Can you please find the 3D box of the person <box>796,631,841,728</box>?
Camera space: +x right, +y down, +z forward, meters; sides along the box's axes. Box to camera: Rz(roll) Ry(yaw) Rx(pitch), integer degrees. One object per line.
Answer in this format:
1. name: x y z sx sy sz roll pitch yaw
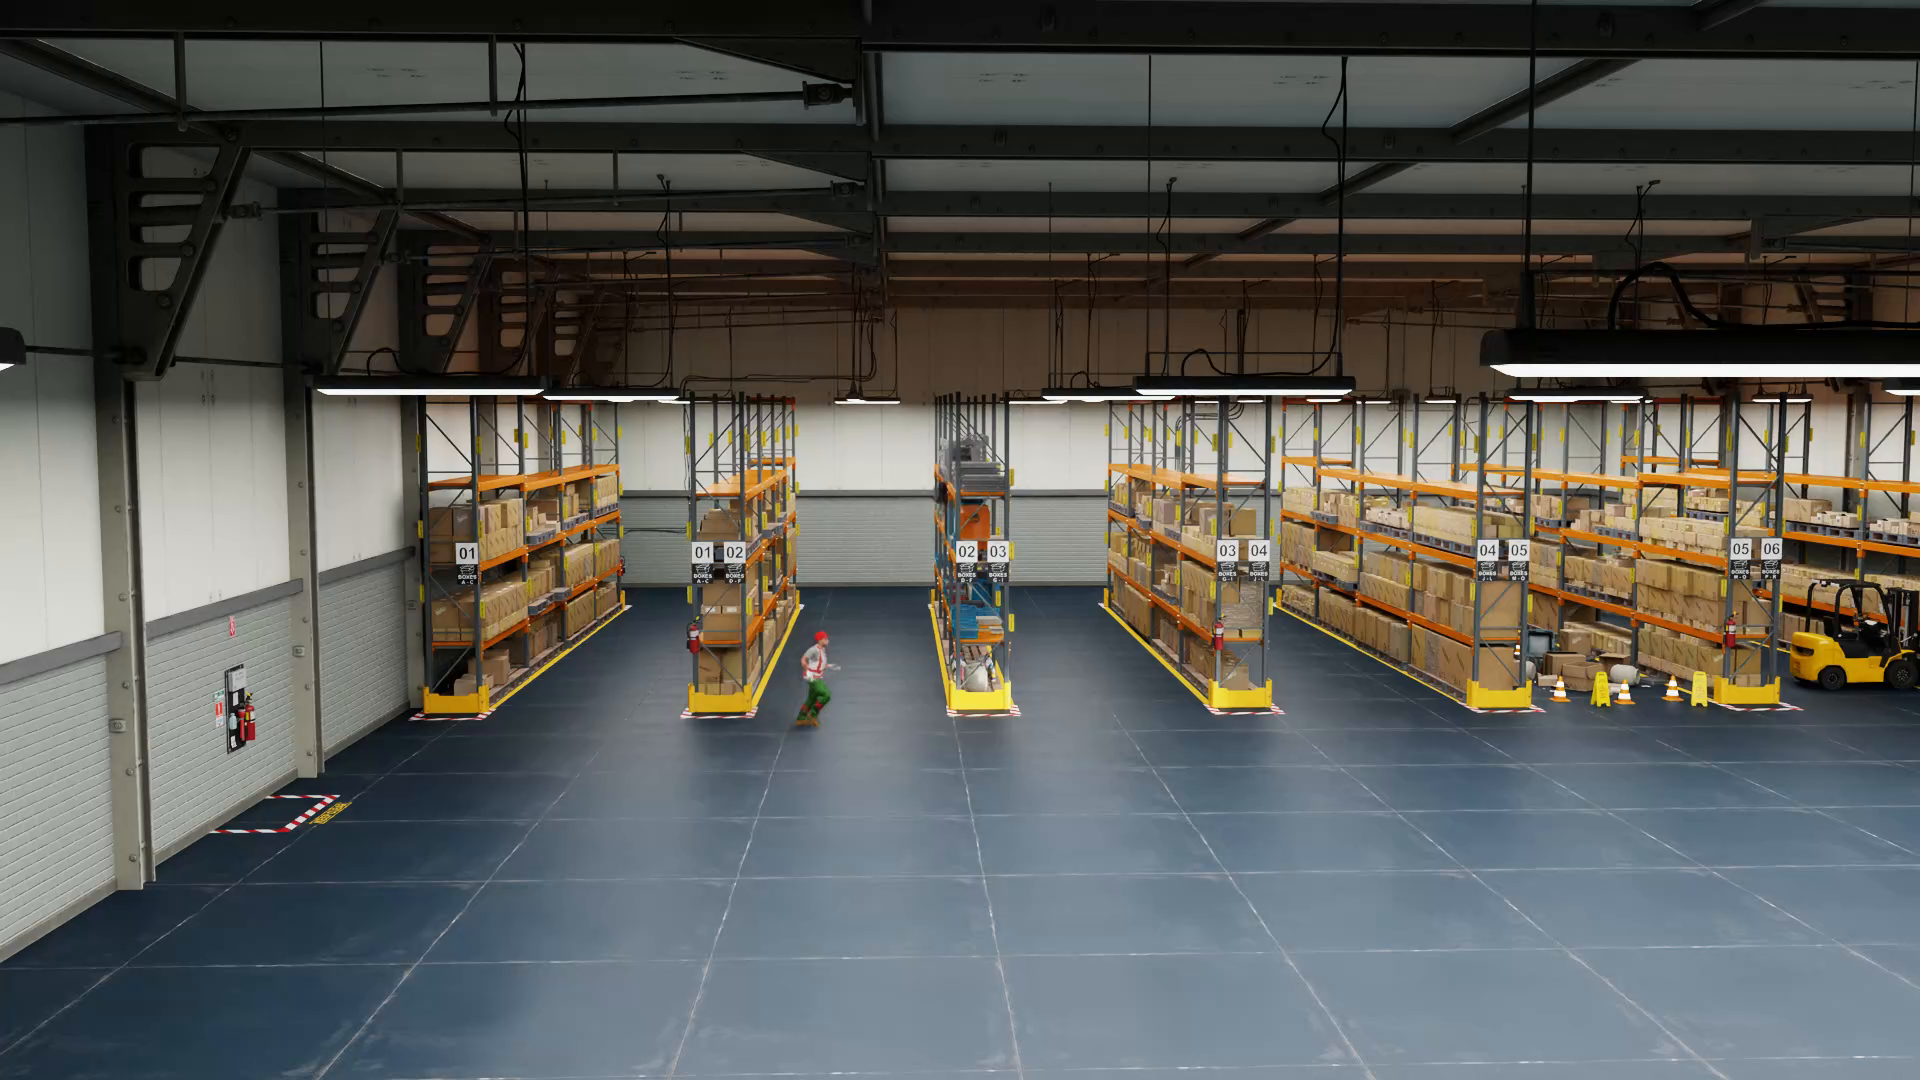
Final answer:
1. person: -2.579 2.485 29.719 0.798 1.722 0.692 1 5 13
